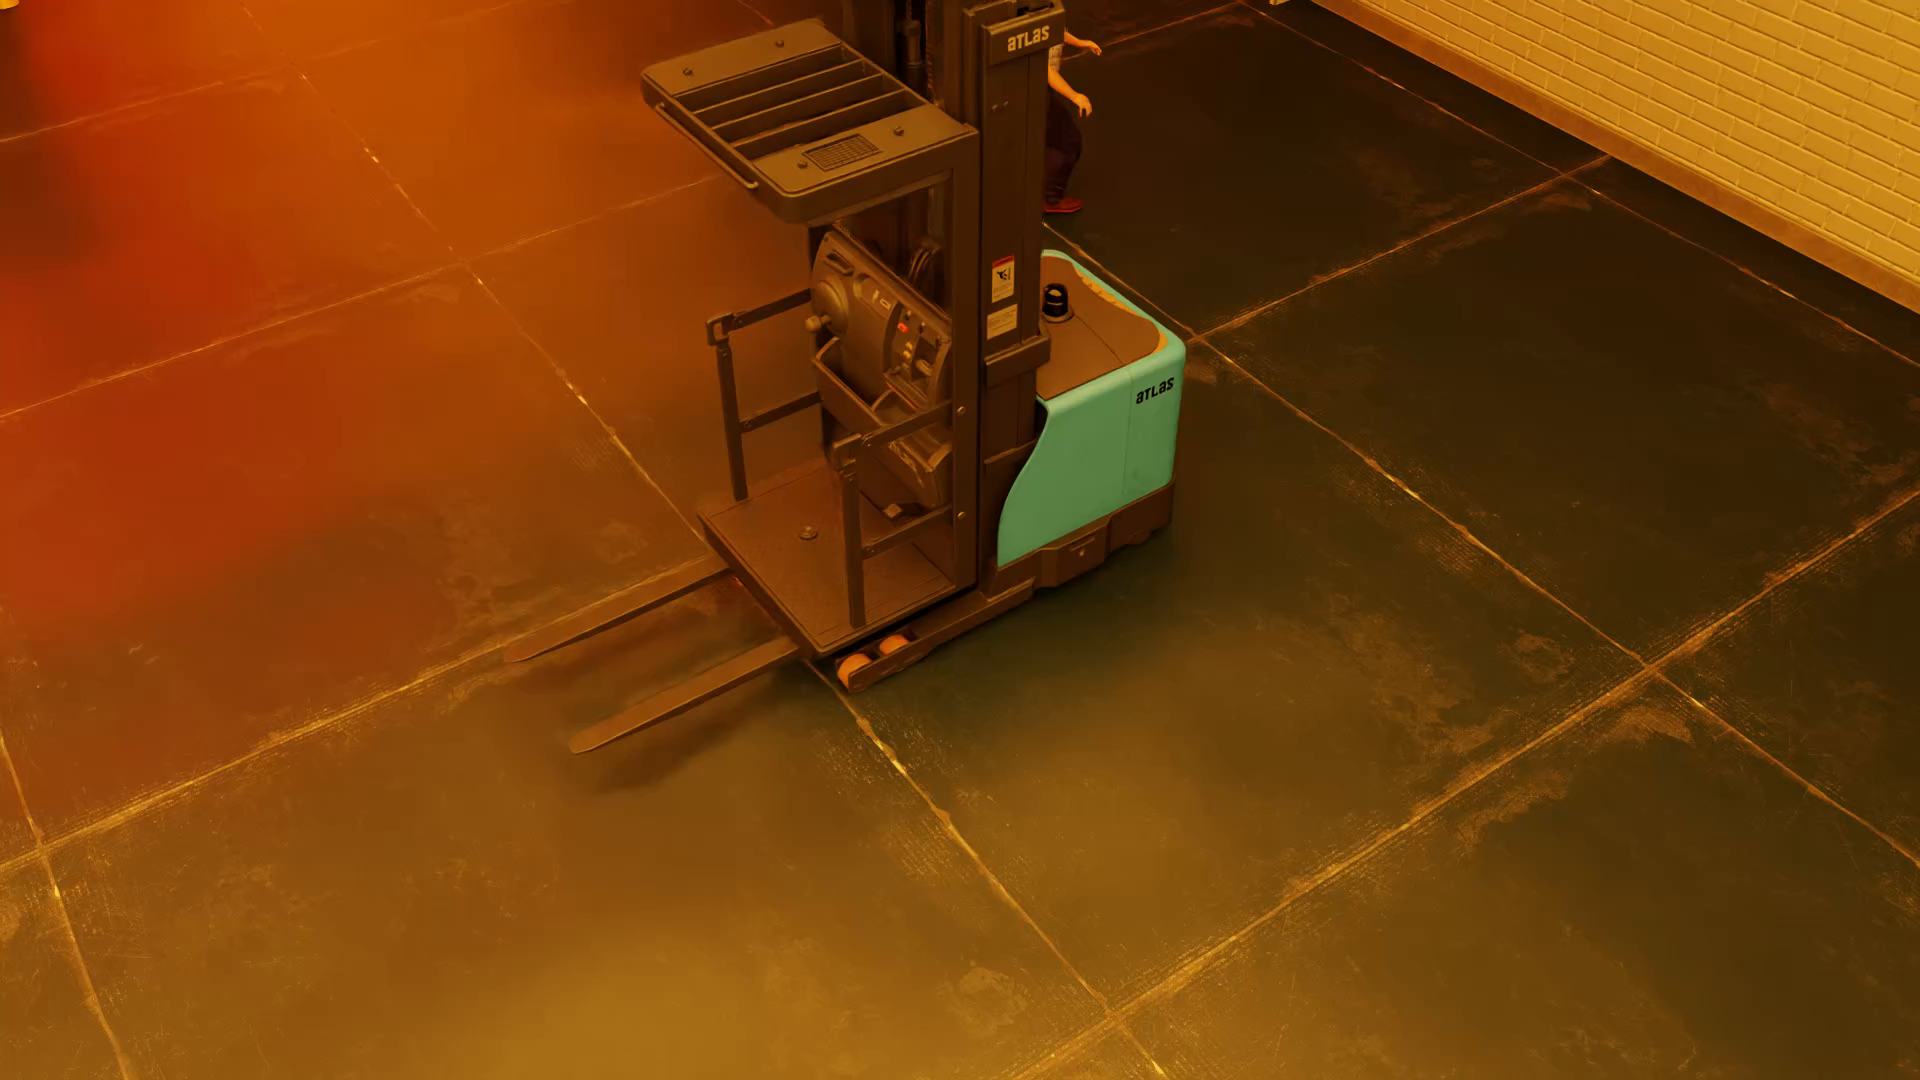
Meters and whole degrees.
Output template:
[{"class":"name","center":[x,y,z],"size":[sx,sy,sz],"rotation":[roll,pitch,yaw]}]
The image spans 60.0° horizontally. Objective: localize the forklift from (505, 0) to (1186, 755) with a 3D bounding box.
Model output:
[{"class":"forklift","center":[-0.496,-0.835,6.622],"size":[3.031,2.935,1.130],"rotation":[-25,48,-25]}]

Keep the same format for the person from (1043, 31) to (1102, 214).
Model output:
[{"class":"person","center":[0.551,-2.577,9.532],"size":[0.701,1.551,0.760],"rotation":[-12,44,-13]}]
